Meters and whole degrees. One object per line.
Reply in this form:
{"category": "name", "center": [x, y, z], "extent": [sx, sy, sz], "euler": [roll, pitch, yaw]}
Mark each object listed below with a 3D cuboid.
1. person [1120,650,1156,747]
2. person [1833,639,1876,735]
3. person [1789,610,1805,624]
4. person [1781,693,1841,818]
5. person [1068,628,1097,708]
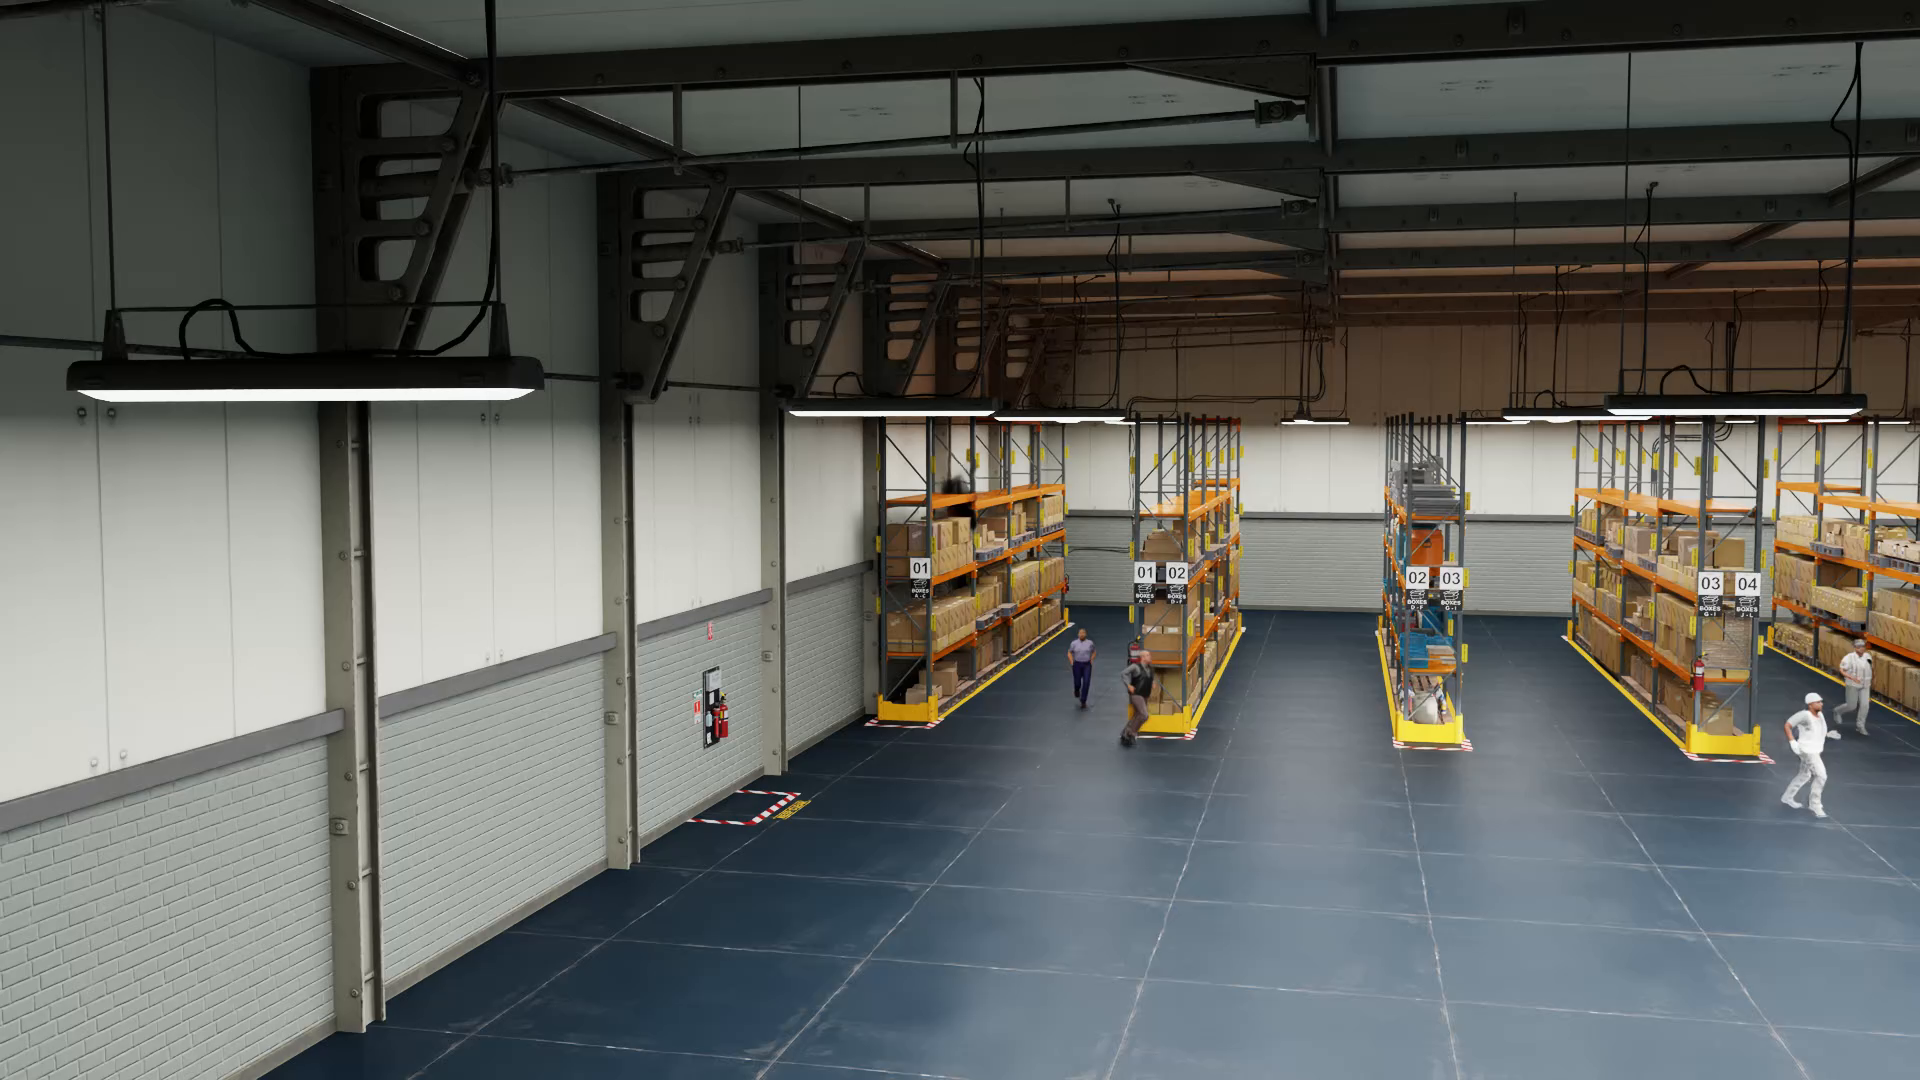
{"category": "person", "center": [3.245, 2.845, 30.051], "extent": [0.660, 1.701, 0.690], "euler": [3, 5, 41]}
{"category": "person", "center": [16.908, 2.735, 31.356], "extent": [0.670, 1.786, 0.844], "euler": [0, 4, 0]}
{"category": "person", "center": [22.600, 1.852, 44.656], "extent": [0.593, 1.699, 0.781], "euler": [3, 5, 37]}
{"category": "person", "center": [12.600, 3.171, 24.657], "extent": [0.784, 1.838, 0.664], "euler": [4, 5, 44]}
{"category": "person", "center": [2.518, 2.659, 34.232], "extent": [0.599, 1.542, 0.685], "euler": [0, 4, 1]}
